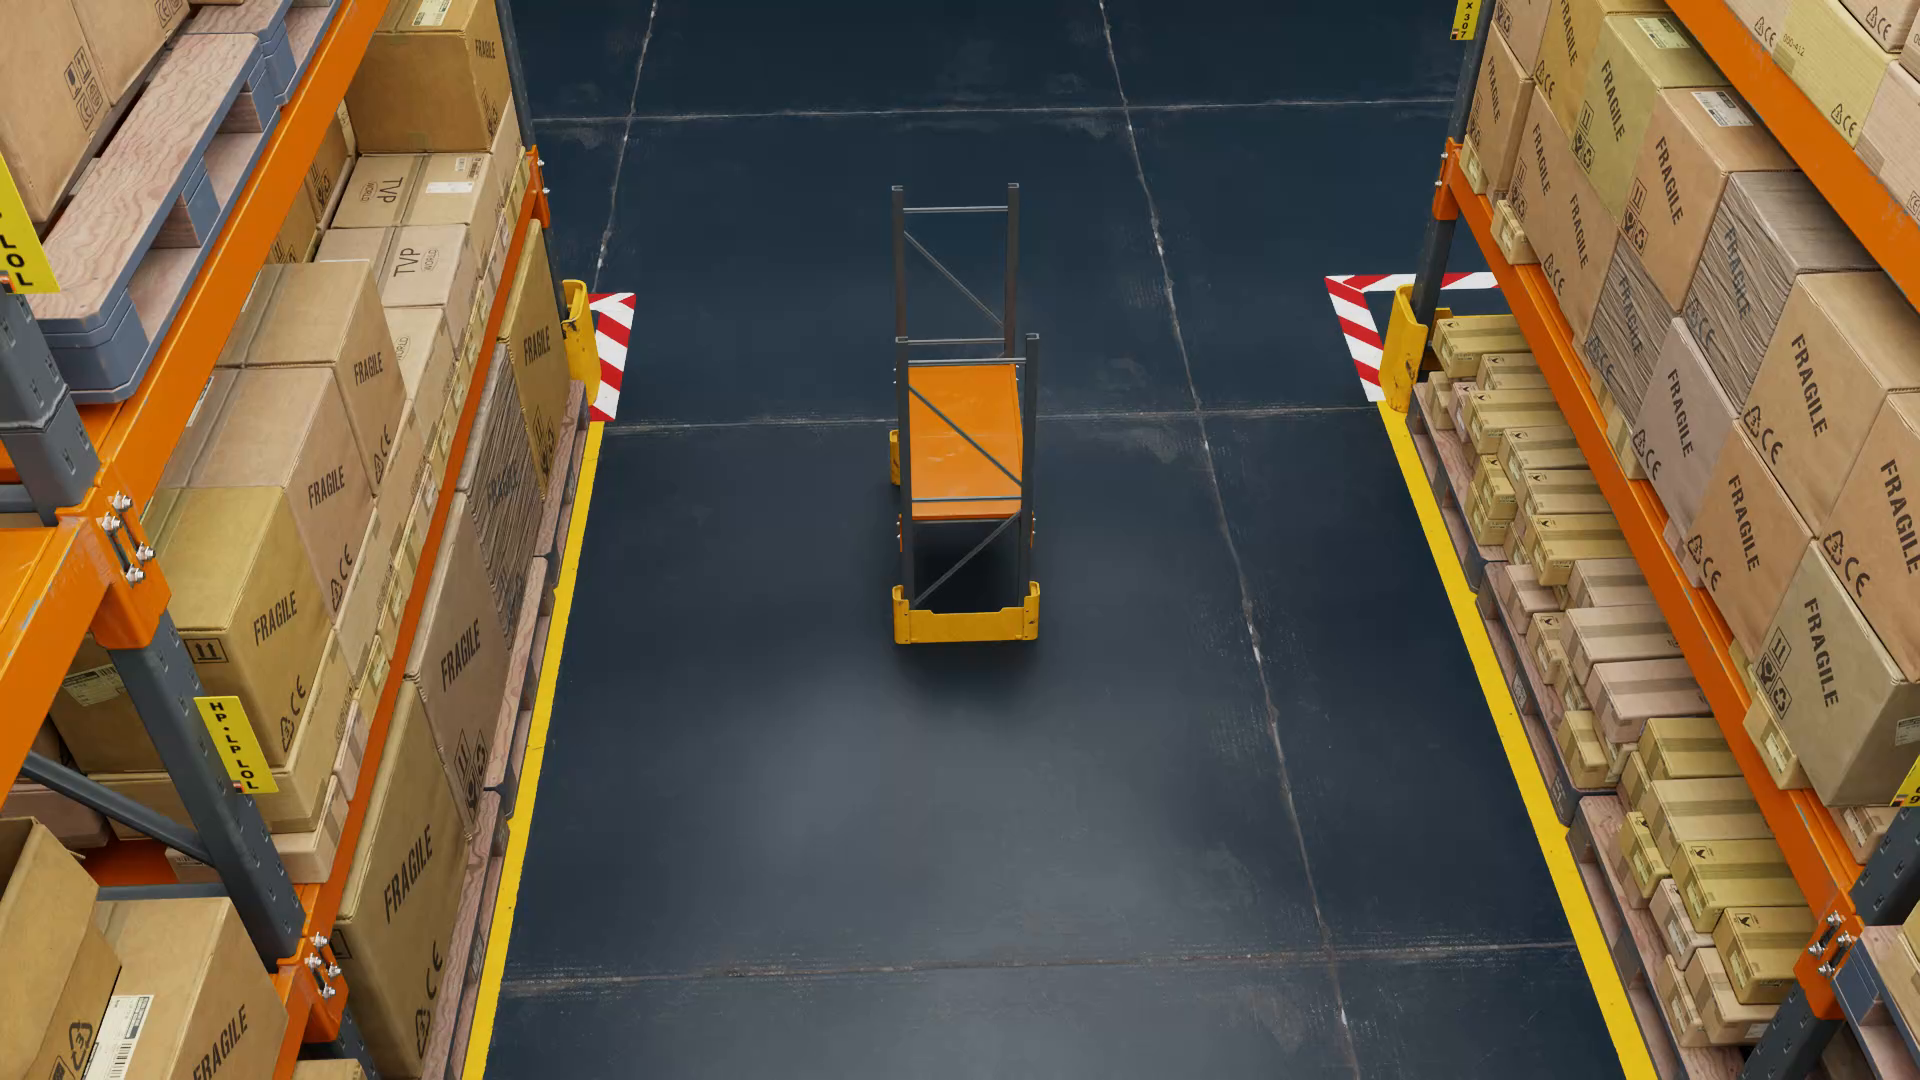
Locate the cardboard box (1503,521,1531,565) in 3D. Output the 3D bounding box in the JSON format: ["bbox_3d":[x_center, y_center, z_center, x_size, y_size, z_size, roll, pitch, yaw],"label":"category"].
[{"bbox_3d":[2.446,0.054,6.770,0.380,0.149,0.250,-2,43,-2],"label":"cardboard box"}]

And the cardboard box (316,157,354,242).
[{"bbox_3d":[-2.555,-1.190,6.219,0.500,0.250,0.500,-2,43,-2],"label":"cardboard box"}]

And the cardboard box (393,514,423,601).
[{"bbox_3d":[-1.892,0.060,5.150,0.380,0.149,0.250,-2,43,-2],"label":"cardboard box"}]

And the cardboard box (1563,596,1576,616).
[{"bbox_3d":[2.508,0.322,6.258,0.380,0.149,0.250,0,43,0],"label":"cardboard box"}]

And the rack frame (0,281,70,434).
[{"bbox_3d":[-2.164,-1.329,2.040,1.000,3.000,0.127,-2,43,-2],"label":"rack frame"}]

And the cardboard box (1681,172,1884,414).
[{"bbox_3d":[2.470,-0.711,4.772,0.500,0.500,0.500,-1,43,-1],"label":"cardboard box"}]

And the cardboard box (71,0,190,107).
[{"bbox_3d":[-2.276,-1.342,3.815,0.700,0.500,0.500,0,43,0],"label":"cardboard box"}]

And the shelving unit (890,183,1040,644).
[{"bbox_3d":[0.003,-0.501,6.687,0.587,1.500,1.083,-2,43,-2],"label":"shelving unit"}]

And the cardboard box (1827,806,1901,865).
[{"bbox_3d":[2.549,0.715,4.436,0.380,0.149,0.250,-2,43,-2],"label":"cardboard box"}]

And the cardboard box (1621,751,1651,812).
[{"bbox_3d":[2.499,0.856,5.675,0.380,0.149,0.250,-1,43,-1],"label":"cardboard box"}]

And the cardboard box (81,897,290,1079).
[{"bbox_3d":[-1.872,1.153,3.698,0.500,0.500,0.500,-2,43,-2],"label":"cardboard box"}]

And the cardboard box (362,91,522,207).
[{"bbox_3d":[-2.049,-1.553,6.615,0.500,0.250,0.500,-2,43,-2],"label":"cardboard box"}]

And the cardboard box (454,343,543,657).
[{"bbox_3d":[-2.189,-0.145,6.450,0.875,0.875,0.875,-2,43,-2],"label":"cardboard box"}]

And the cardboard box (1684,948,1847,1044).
[{"bbox_3d":[2.464,1.391,5.091,0.380,0.149,0.250,-1,43,-1],"label":"cardboard box"}]

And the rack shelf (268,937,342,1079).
[{"bbox_3d":[-2.079,2.498,2.837,1.077,0.370,4.000,-2,43,-2],"label":"rack shelf"}]

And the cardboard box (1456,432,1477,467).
[{"bbox_3d":[2.421,-0.459,7.330,0.380,0.149,0.250,-2,43,-2],"label":"cardboard box"}]

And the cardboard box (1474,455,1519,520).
[{"bbox_3d":[2.348,-0.219,6.848,0.380,0.149,0.250,0,43,0],"label":"cardboard box"}]

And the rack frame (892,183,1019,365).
[{"bbox_3d":[-0.018,-0.838,7.055,0.500,1.500,0.032,-2,43,-2],"label":"rack frame"}]

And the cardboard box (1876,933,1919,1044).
[{"bbox_3d":[2.353,1.025,3.787,0.380,0.149,0.250,-4,43,-4],"label":"cardboard box"}]

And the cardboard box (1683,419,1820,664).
[{"bbox_3d":[2.472,-0.007,4.744,0.500,0.500,0.500,-3,43,-3],"label":"cardboard box"}]

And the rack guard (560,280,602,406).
[{"bbox_3d":[-2.335,-0.913,7.876,1.175,0.500,0.348,-2,43,-2],"label":"rack guard"}]

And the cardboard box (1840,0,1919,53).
[{"bbox_3d":[2.485,-1.434,4.116,0.500,0.250,0.500,0,43,0],"label":"cardboard box"}]

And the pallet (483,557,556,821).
[{"bbox_3d":[-2.173,0.569,6.473,1.003,0.211,1.213,-2,43,-2],"label":"pallet"}]

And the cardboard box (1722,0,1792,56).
[{"bbox_3d":[2.453,-1.580,4.645,0.500,0.250,0.500,-2,43,-2],"label":"cardboard box"}]

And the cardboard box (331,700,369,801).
[{"bbox_3d":[-1.856,0.588,4.574,0.380,0.149,0.250,-3,43,-3],"label":"cardboard box"}]

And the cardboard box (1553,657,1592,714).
[{"bbox_3d":[2.450,0.573,6.204,0.380,0.149,0.250,-1,43,-1],"label":"cardboard box"}]

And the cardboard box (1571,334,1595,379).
[{"bbox_3d":[2.439,-0.695,5.975,0.380,0.149,0.250,-2,43,-3],"label":"cardboard box"}]

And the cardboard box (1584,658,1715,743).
[{"bbox_3d":[2.415,0.556,5.783,0.380,0.149,0.250,-4,43,-4],"label":"cardboard box"}]

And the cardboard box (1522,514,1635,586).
[{"bbox_3d":[2.384,0.036,6.349,0.380,0.149,0.250,-1,43,-1],"label":"cardboard box"}]

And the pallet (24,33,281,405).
[{"bbox_3d":[-2.189,-0.743,3.687,1.003,0.211,1.213,-2,43,-2],"label":"pallet"}]

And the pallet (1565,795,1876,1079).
[{"bbox_3d":[2.732,1.384,5.584,1.003,0.211,1.213,-2,43,-2],"label":"pallet"}]

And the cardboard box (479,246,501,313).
[{"bbox_3d":[-1.958,-0.980,6.285,0.380,0.149,0.250,-1,43,-1],"label":"cardboard box"}]

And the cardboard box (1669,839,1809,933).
[{"bbox_3d":[2.470,1.081,5.210,0.380,0.149,0.250,-1,43,-1],"label":"cardboard box"}]

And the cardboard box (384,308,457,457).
[{"bbox_3d":[-1.980,-0.515,5.483,0.500,0.250,0.500,-2,43,-2],"label":"cardboard box"}]

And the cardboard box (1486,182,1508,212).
[{"bbox_3d":[2.364,-1.401,6.744,0.380,0.149,0.250,0,43,0],"label":"cardboard box"}]

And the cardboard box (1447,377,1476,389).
[{"bbox_3d":[2.391,-0.745,7.421,0.380,0.149,0.250,0,43,0],"label":"cardboard box"}]

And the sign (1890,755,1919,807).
[{"bbox_3d":[2.254,0.510,3.833,0.100,0.325,0.005,-2,43,-2],"label":"sign"}]

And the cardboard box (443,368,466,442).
[{"bbox_3d":[-1.925,-0.462,5.721,0.380,0.149,0.250,-1,43,-1],"label":"cardboard box"}]

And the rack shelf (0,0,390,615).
[{"bbox_3d":[-2.249,-1.308,4.770,1.077,0.370,4.000,-2,43,-2],"label":"rack shelf"}]

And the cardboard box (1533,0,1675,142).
[{"bbox_3d":[2.407,-1.756,5.912,0.500,0.500,0.500,-1,43,-1],"label":"cardboard box"}]

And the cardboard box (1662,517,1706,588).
[{"bbox_3d":[2.450,0.005,5.211,0.380,0.149,0.250,-3,43,-4],"label":"cardboard box"}]

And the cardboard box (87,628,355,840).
[{"bbox_3d":[-1.923,0.503,4.372,0.500,0.250,0.500,-2,43,-3],"label":"cardboard box"}]

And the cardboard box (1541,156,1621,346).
[{"bbox_3d":[2.425,-1.036,5.866,0.500,0.500,0.500,-1,43,-1],"label":"cardboard box"}]

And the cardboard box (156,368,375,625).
[{"bbox_3d":[-1.942,-0.112,4.488,0.500,0.500,0.500,-2,43,-2],"label":"cardboard box"}]

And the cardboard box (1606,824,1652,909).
[{"bbox_3d":[2.435,1.095,5.634,0.380,0.149,0.250,-3,43,-3],"label":"cardboard box"}]

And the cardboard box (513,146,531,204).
[{"bbox_3d":[-1.990,-1.494,6.846,0.380,0.149,0.250,-1,43,-1],"label":"cardboard box"}]

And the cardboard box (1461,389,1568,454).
[{"bbox_3d":[2.323,-0.495,6.929,0.380,0.149,0.250,-2,43,-2],"label":"cardboard box"}]

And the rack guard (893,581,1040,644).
[{"bbox_3d":[0.024,0.296,6.743,0.587,0.250,0.087,-2,43,-2],"label":"rack guard"}]

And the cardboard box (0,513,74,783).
[{"bbox_3d":[-2.451,0.249,4.094,0.500,0.500,0.500,-1,43,-1],"label":"cardboard box"}]
